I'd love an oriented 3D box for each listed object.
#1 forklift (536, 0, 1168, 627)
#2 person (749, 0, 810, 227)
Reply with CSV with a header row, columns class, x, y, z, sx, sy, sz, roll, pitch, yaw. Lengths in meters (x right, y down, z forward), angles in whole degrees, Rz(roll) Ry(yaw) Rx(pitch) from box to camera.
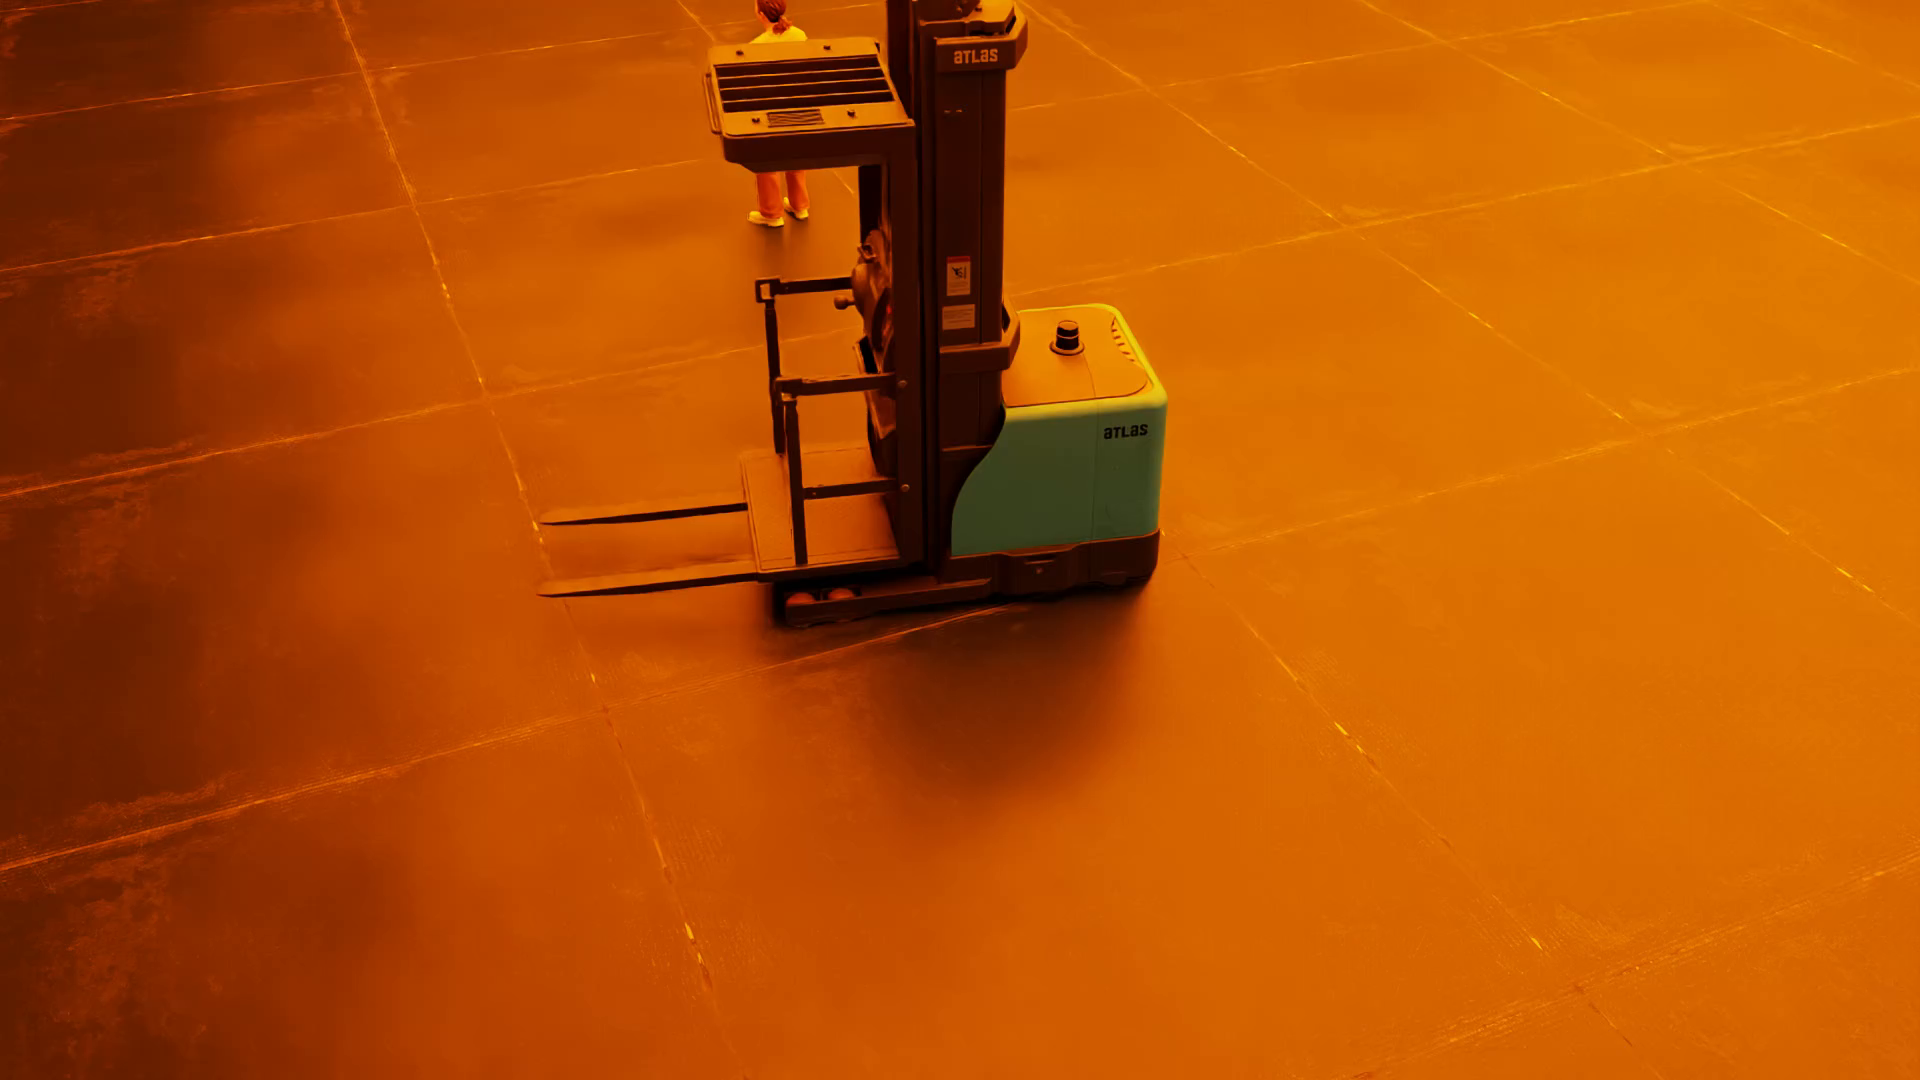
class,x,y,z,sx,sy,sz,roll,pitch,yaw
forklift,-0.582,-1.105,7.653,3.031,2.935,1.130,-6,36,-9
person,-1.265,-2.932,11.316,0.538,1.687,0.482,-26,43,-31
